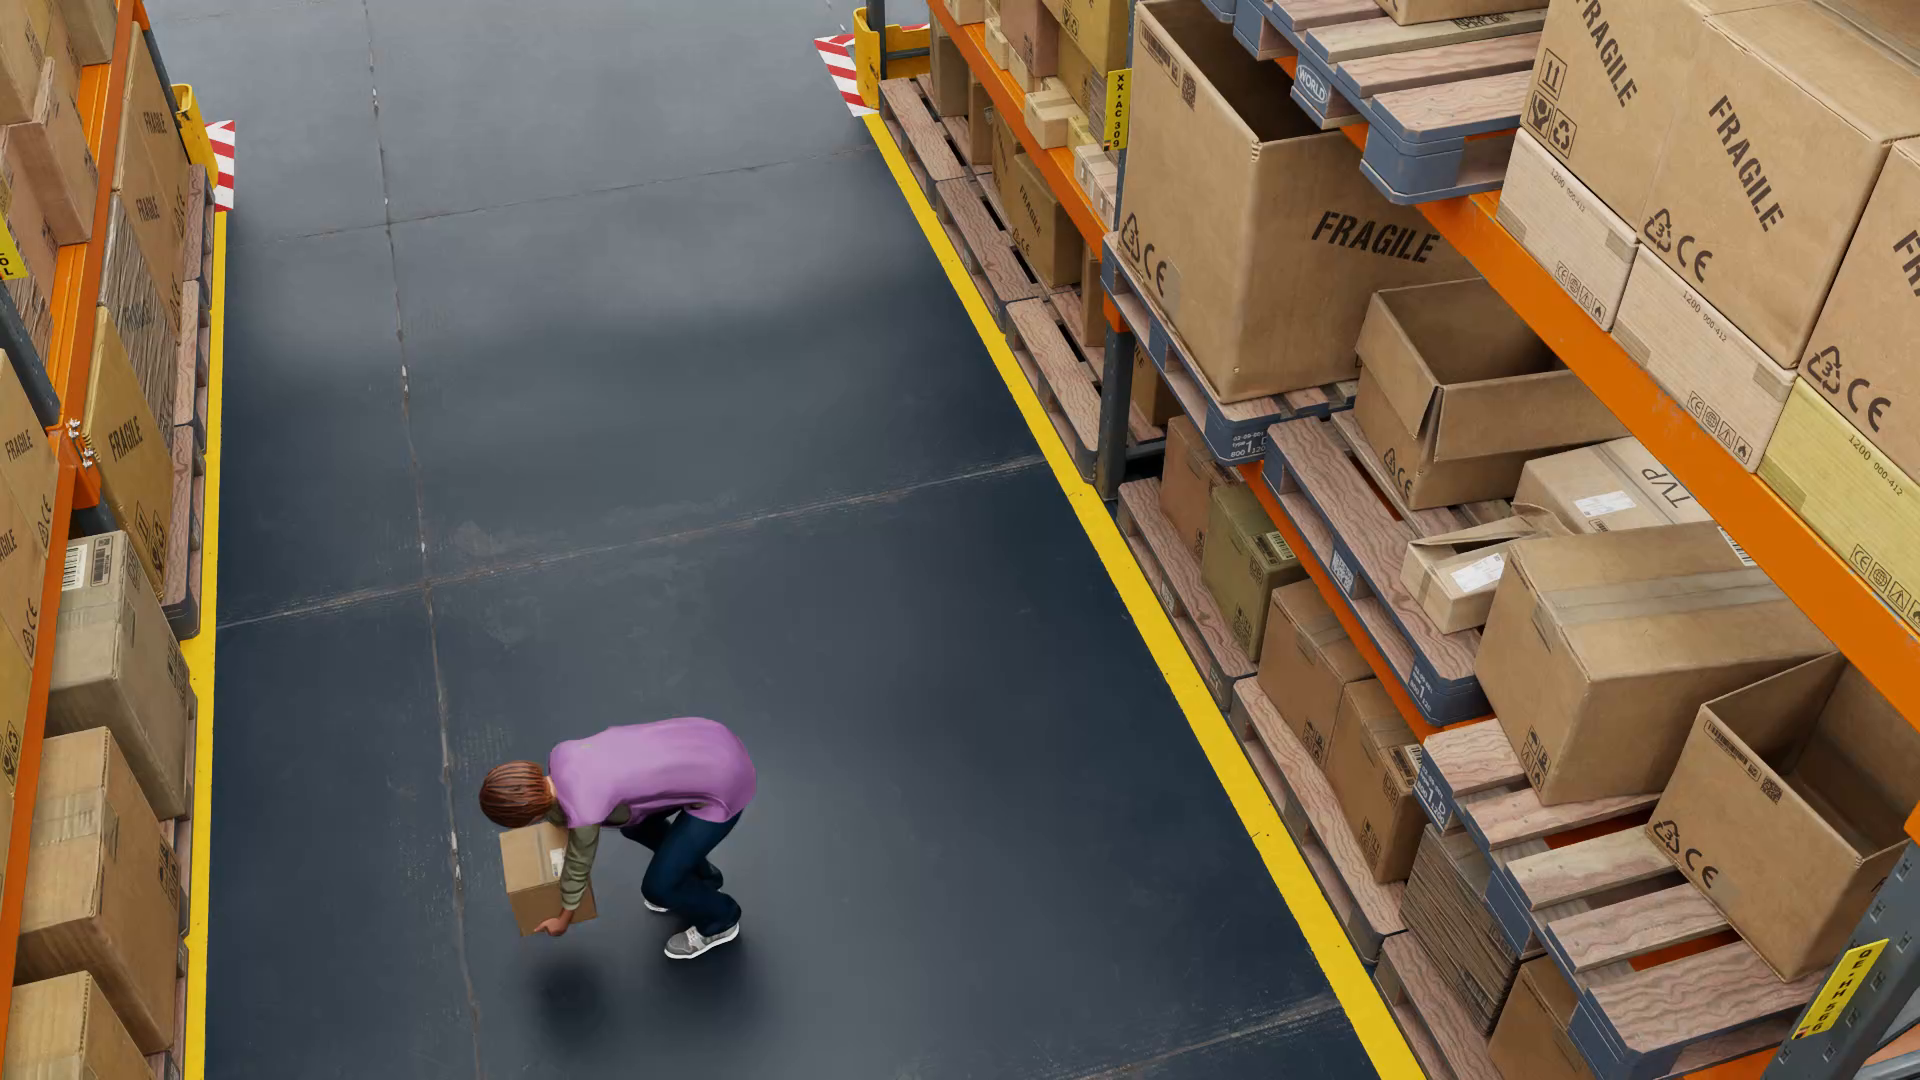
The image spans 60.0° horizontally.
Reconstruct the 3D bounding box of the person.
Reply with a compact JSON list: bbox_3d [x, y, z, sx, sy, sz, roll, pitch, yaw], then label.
[{"bbox_3d":[-1.081,1.004,5.511,0.857,1.019,0.412,-14,45,-15],"label":"person"}]
